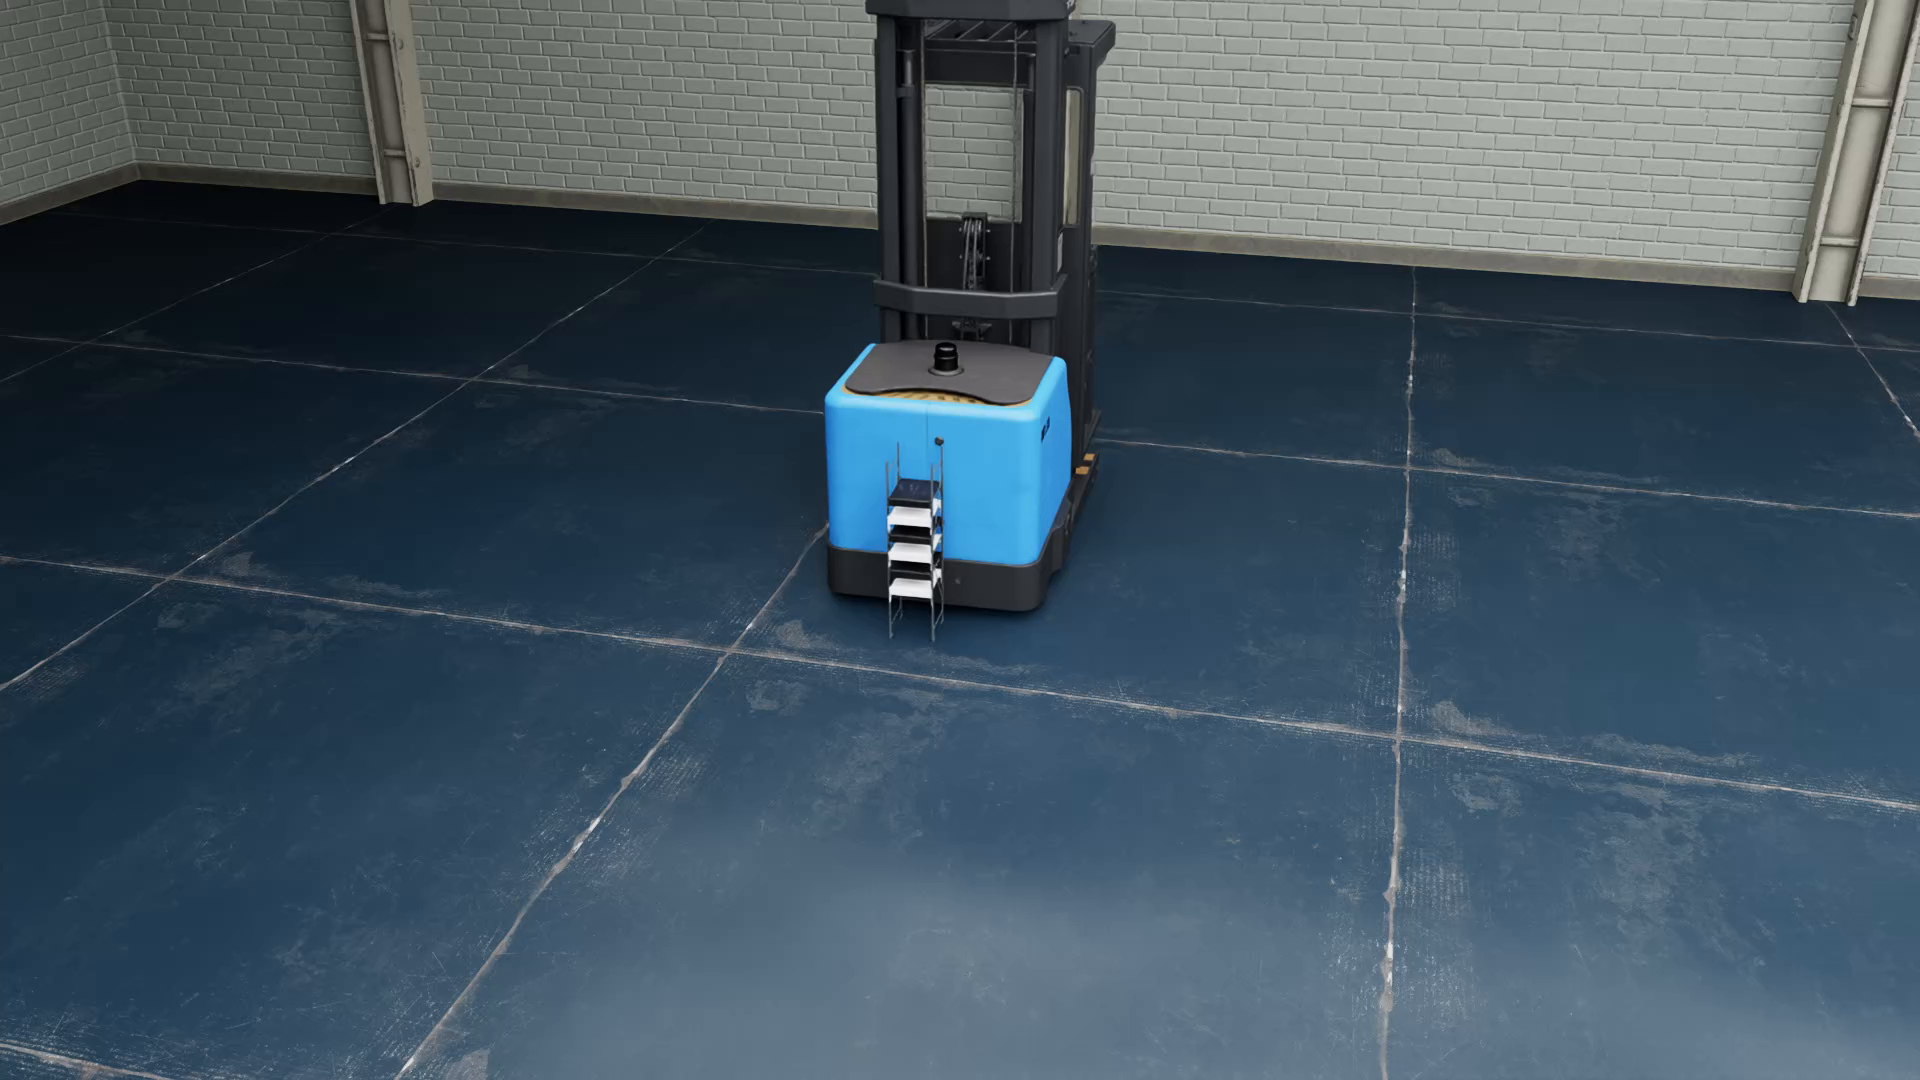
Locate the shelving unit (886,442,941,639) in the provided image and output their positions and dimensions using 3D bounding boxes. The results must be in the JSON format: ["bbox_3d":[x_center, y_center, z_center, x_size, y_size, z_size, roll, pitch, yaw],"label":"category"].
[{"bbox_3d":[-0.206,0.016,7.670,0.205,0.900,0.258,5,26,10],"label":"shelving unit"}]

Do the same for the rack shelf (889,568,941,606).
[{"bbox_3d":[-0.204,0.209,7.761,0.200,0.077,0.258,5,26,10],"label":"rack shelf"}]

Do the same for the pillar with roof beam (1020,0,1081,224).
[{"bbox_3d":[-0.344,-4.748,8.253,0.400,9.000,9.100,6,26,13],"label":"pillar with roof beam"}]

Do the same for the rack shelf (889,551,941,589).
[{"bbox_3d":[-0.204,0.127,7.722,0.200,0.077,0.258,5,26,10],"label":"rack shelf"}]

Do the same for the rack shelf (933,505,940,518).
[{"bbox_3d":[-0.204,-0.130,7.600,0.184,0.015,0.199,5,26,10],"label":"rack shelf"}]

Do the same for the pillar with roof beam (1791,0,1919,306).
[{"bbox_3d":[5.467,-4.105,6.904,0.400,9.000,9.100,6,26,13],"label":"pillar with roof beam"}]

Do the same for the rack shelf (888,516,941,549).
[{"bbox_3d":[-0.204,-0.035,7.645,0.200,0.077,0.258,5,26,10],"label":"rack shelf"}]

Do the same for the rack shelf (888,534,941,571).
[{"bbox_3d":[-0.204,0.046,7.684,0.200,0.077,0.258,5,26,10],"label":"rack shelf"}]

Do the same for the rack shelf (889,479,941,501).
[{"bbox_3d":[-0.204,-0.216,7.559,0.190,0.026,0.221,5,26,10],"label":"rack shelf"}]

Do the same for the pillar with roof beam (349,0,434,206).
[{"bbox_3d":[-6.155,-5.390,9.603,0.400,9.000,9.100,6,26,13],"label":"pillar with roof beam"}]

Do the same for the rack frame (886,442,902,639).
[{"bbox_3d":[-0.304,0.008,7.687,0.006,0.900,0.240,5,26,10],"label":"rack frame"}]

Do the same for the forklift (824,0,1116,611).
[{"bbox_3d":[0.176,-1.566,8.705,1.129,2.867,3.031,5,26,11],"label":"forklift"}]
